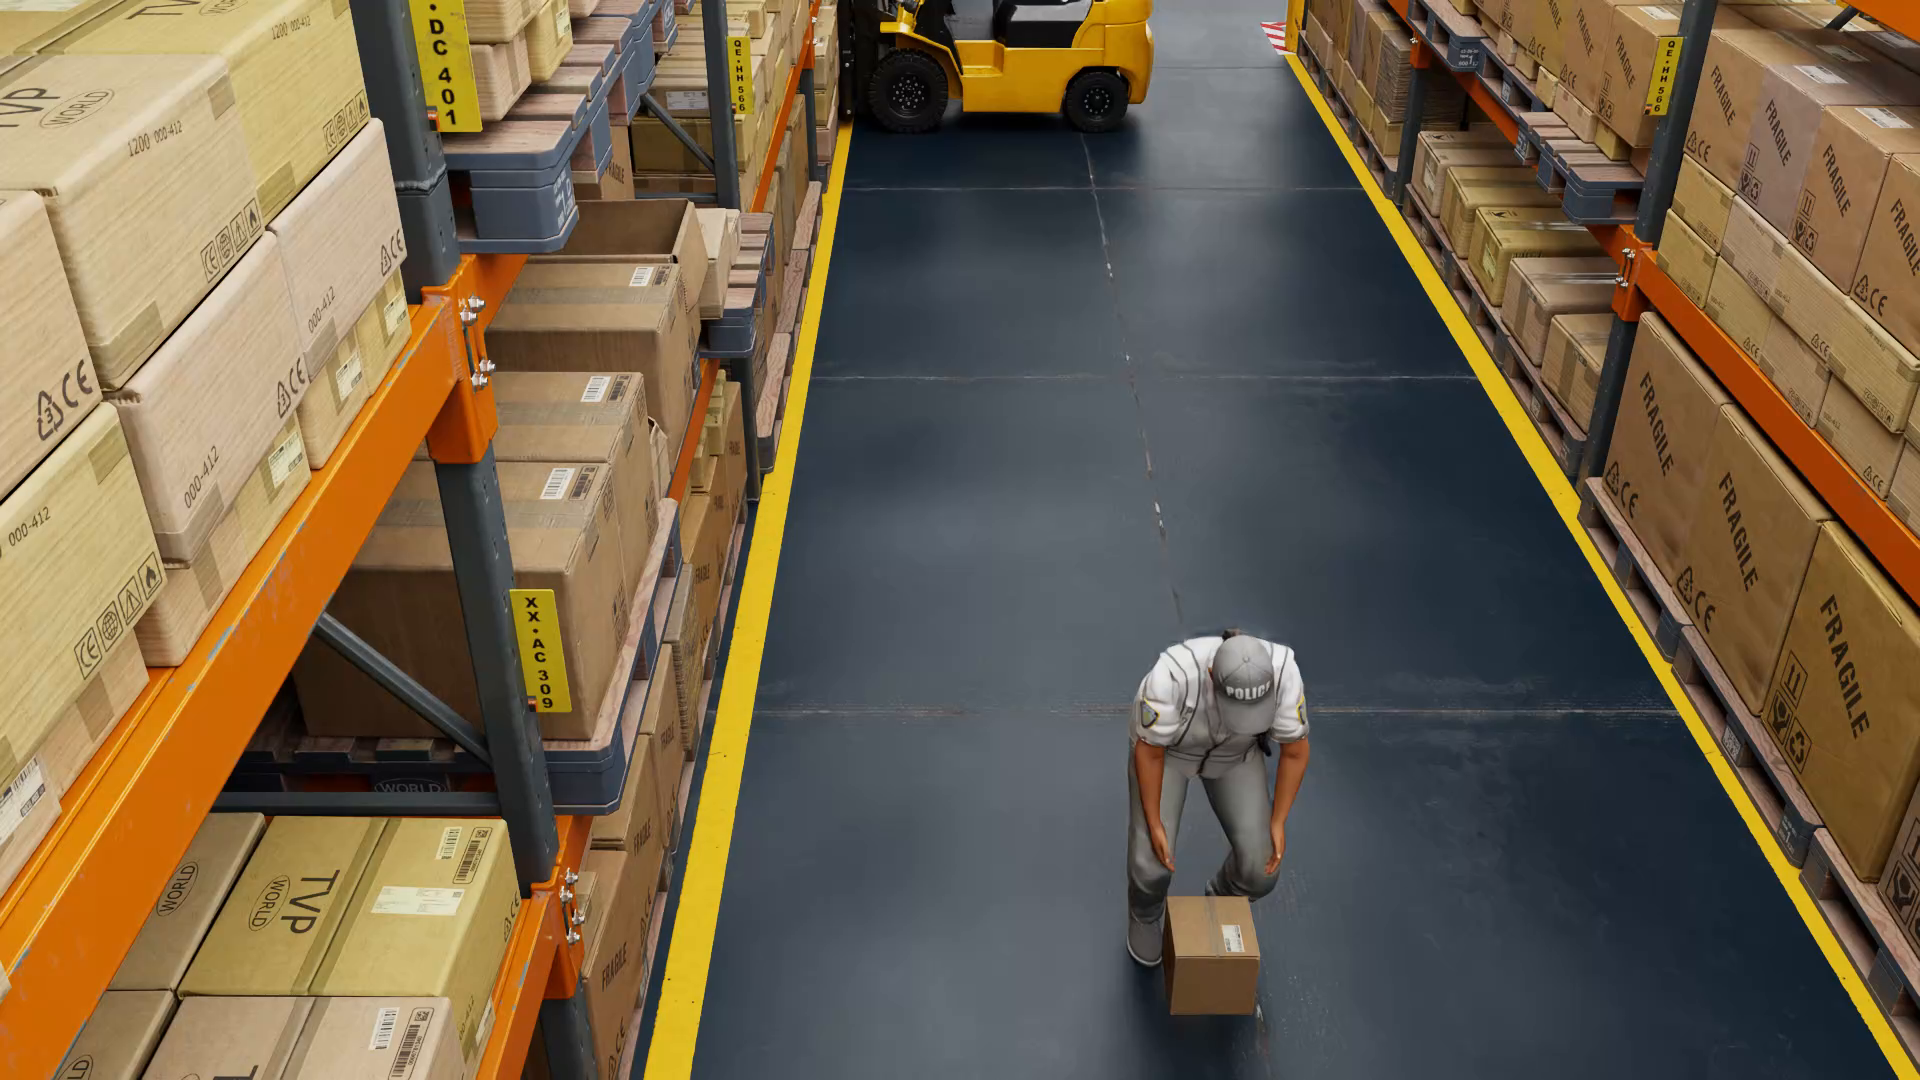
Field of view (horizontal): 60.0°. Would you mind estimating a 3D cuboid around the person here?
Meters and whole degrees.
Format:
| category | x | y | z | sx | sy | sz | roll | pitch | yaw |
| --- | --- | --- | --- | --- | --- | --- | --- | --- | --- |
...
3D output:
| category | x | y | z | sx | sy | sz | roll | pitch | yaw |
| --- | --- | --- | --- | --- | --- | --- | --- | --- | --- |
| person | 0.793 | 0.750 | 5.201 | 0.534 | 1.379 | 0.727 | 0 | 32 | 0 |
